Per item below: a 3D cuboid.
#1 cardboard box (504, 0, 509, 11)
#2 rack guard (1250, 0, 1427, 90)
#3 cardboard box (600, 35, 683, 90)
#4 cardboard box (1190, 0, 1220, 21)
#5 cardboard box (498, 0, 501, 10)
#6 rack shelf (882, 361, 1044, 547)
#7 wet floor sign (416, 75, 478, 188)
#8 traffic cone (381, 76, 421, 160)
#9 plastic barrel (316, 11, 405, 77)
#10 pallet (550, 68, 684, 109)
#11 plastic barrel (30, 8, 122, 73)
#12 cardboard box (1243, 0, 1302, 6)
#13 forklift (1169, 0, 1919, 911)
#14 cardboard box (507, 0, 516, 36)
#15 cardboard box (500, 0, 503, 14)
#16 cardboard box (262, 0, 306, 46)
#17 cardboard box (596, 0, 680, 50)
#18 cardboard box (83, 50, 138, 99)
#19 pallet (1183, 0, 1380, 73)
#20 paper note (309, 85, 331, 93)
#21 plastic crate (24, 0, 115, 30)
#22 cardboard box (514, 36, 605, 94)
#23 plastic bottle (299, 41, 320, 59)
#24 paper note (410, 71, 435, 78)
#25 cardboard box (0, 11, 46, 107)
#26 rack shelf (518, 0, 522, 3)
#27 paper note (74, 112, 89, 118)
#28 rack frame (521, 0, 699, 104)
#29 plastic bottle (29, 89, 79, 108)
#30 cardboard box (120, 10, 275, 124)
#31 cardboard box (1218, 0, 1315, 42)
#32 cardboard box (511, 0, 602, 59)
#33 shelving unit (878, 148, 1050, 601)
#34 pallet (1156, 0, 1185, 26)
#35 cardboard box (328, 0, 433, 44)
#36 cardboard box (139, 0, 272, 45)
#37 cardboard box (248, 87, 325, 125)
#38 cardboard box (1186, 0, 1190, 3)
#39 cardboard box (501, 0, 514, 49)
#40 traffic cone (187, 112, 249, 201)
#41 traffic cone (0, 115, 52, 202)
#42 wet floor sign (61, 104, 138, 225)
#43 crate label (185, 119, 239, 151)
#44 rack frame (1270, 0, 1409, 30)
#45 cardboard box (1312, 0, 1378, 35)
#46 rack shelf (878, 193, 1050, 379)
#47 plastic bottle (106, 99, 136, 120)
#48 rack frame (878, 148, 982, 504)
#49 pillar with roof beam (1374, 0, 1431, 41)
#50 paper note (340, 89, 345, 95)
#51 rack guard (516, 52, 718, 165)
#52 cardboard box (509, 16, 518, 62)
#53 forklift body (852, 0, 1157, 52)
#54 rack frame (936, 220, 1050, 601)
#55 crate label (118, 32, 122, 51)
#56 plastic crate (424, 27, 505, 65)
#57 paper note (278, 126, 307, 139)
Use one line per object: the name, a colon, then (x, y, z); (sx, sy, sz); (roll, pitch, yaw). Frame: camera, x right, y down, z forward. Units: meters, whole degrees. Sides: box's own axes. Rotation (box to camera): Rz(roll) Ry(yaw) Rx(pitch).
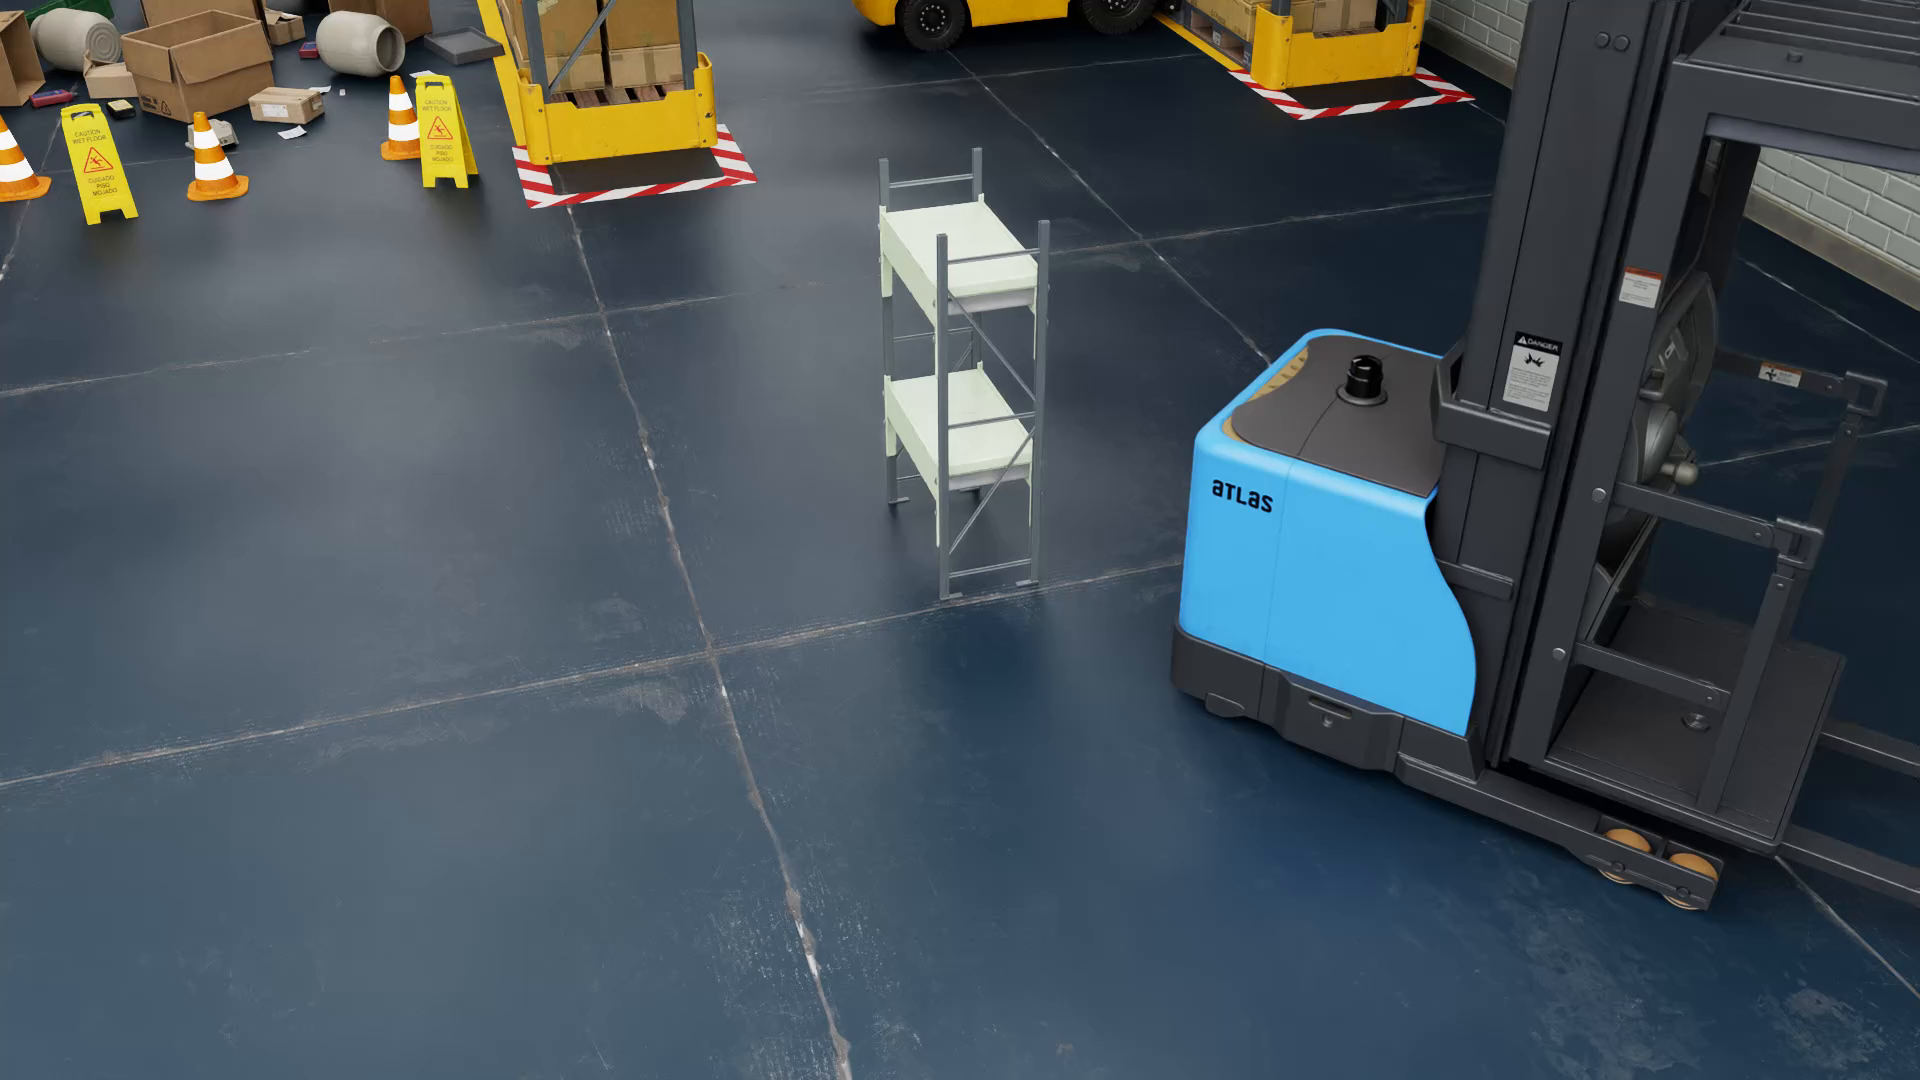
cardboard box: (-2.909, -3.957, 11.451); (0.500, 0.500, 0.500); (-11, 35, -16)
rack guard: (2.627, -3.481, 11.565); (1.175, 0.500, 0.348); (-10, 35, -15)
cardboard box: (-2.089, -3.198, 10.982); (0.500, 0.250, 0.500); (-10, 35, -15)
cardboard box: (2.032, -4.021, 12.227); (0.500, 0.250, 0.500); (-10, 35, -15)
cardboard box: (-3.230, -4.195, 12.490); (0.500, 0.250, 0.500); (-8, 34, -12)
rack shelf: (0.002, -0.350, 6.511); (0.431, 0.370, 0.720); (-10, 35, -15)
wet floor sign: (-3.068, -2.438, 9.854); (0.267, 0.644, 0.232); (1, 33, 2)
traffic cone: (-3.466, -2.650, 10.341); (0.336, 0.463, 0.334); (-10, 35, -15)
plastic barrel: (-4.179, -3.455, 11.595); (0.512, 0.421, 0.421); (13, 36, 18)
pallet: (-2.344, -3.009, 11.112); (1.003, 0.211, 1.213); (-10, 35, -15)
plastic barrel: (-6.203, -3.502, 11.666); (0.512, 0.421, 0.421); (13, 36, 18)
cardboard box: (2.173, -3.976, 11.706); (0.500, 0.250, 0.500); (-10, 35, -15)
forklift: (2.251, -0.438, 4.754); (3.031, 2.935, 1.130); (20, 38, 28)
cardboard box: (-2.762, -3.691, 11.048); (0.500, 0.500, 0.500); (-9, 34, -13)
cardboard box: (-3.066, -3.916, 12.069); (0.500, 0.250, 0.500); (-10, 35, -15)
cardboard box: (-5.122, -3.871, 12.367); (0.396, 0.266, 0.258); (19, 38, 26)
cardboard box: (-2.097, -3.523, 10.794); (0.500, 0.500, 0.500); (-11, 35, -16)
cardboard box: (-5.732, -3.181, 11.323); (0.396, 0.266, 0.258); (-4, 34, -6)
pallet: (2.346, -3.768, 12.260); (1.003, 0.211, 1.213); (-10, 35, -15)
paper note: (-4.407, -3.089, 11.408); (0.148, 0.019, 0.142); (1, 33, 2)
plastic crate: (-6.710, -3.894, 12.421); (0.450, 0.188, 0.662); (-2, 32, 16)
cardboard box: (-2.617, -3.120, 10.864); (0.500, 0.250, 0.500); (-10, 35, -15)
plastic bottle: (-4.719, -3.581, 12.114); (0.133, 0.061, 0.283); (-4, 34, -6)
paper note: (-3.770, -3.274, 11.676); (0.142, 0.019, 0.148); (-23, 40, -31)
cardboard box: (-6.559, -3.230, 11.183); (0.500, 0.500, 0.500); (-4, 34, -6)
rack shelf: (-2.717, -4.450, 11.416); (1.077, 0.370, 4.000); (-10, 35, -15)
paper note: (-5.809, -2.806, 10.988); (0.032, 0.001, 0.123); (7, 34, 10)
rack frame: (-2.107, -3.700, 9.628); (1.000, 3.000, 0.127); (-10, 35, -15)
plastic bottle: (-6.106, -2.983, 11.208); (0.283, 0.061, 0.133); (-23, 40, -31)
cardboard box: (-5.054, -3.155, 11.068); (0.637, 0.503, 0.797); (19, 38, 26)
cardboard box: (2.175, -3.758, 11.830); (0.500, 0.250, 0.500); (-10, 35, -14)
cardboard box: (-2.599, -3.418, 10.634); (0.500, 0.500, 0.500); (-10, 35, -14)
shelving unit: (0.002, -0.622, 6.331); (0.431, 1.500, 0.755); (-10, 35, -15)
pallet: (1.978, -4.407, 13.228); (1.003, 0.211, 1.213); (-10, 35, -15)
cardboard box: (-4.296, -3.967, 12.297); (0.500, 0.500, 0.500); (13, 36, 18)
cardboard box: (-5.347, -3.701, 11.771); (0.797, 0.637, 0.503); (-10, 35, -15)
cardboard box: (-4.430, -2.859, 10.941); (0.380, 0.149, 0.250); (7, 34, 10)
cardboard box: (1.888, -4.285, 12.627); (0.500, 0.250, 0.500); (-10, 35, -14)
cardboard box: (-2.925, -3.654, 11.672); (0.500, 0.250, 0.500); (-11, 35, -16)
traffic cone: (-4.420, -2.285, 9.789); (0.336, 0.463, 0.334); (-10, 35, -15)
traffic cone: (-5.600, -2.274, 9.771); (0.336, 0.463, 0.334); (-10, 35, -15)
wet floor sign: (-4.896, -2.150, 9.418); (0.267, 0.644, 0.232); (-16, 37, -23)
crate label: (-4.719, -2.552, 10.487); (0.298, 0.136, 0.250); (27, 42, 34)
rack frame: (2.619, -4.537, 10.895); (1.000, 3.000, 0.127); (-10, 35, -15)
cardboard box: (2.656, -3.855, 11.977); (0.500, 0.250, 0.500); (-10, 35, -15)
rack shelf: (0.002, -0.948, 6.116); (0.431, 0.370, 0.720); (-10, 35, -15)
plastic bottle: (-5.577, -2.865, 11.030); (0.133, 0.061, 0.283); (-23, 40, -31)
rack frame: (-0.110, -0.814, 6.622); (0.400, 1.500, 0.023); (-10, 35, -15)
pillar with roof beam: (-0.835, -6.833, 8.928); (9.100, 9.000, 0.400); (-10, 35, -15)
paper note: (-4.225, -3.063, 11.376); (0.032, 0.001, 0.123); (-10, 35, -15)
rack guard: (-2.130, -2.697, 10.378); (1.175, 0.500, 0.348); (-10, 35, -15)
cardboard box: (-2.760, -3.380, 11.258); (0.500, 0.250, 0.500); (-10, 35, -15)
forklift body: (0.303, -4.871, 12.171); (2.313, 2.155, 1.214); (-10, 35, -15)
rack frame: (0.114, -0.430, 6.040); (0.400, 1.500, 0.023); (-10, 35, -15)
crate label: (-6.280, -3.639, 12.132); (0.250, 0.136, 0.298); (19, 38, 26)
plastic crate: (-3.629, -3.620, 12.155); (0.402, 0.080, 0.583); (-23, 40, -31)
paper note: (-4.291, -2.623, 10.691); (0.148, 0.019, 0.142); (-23, 40, -31)
